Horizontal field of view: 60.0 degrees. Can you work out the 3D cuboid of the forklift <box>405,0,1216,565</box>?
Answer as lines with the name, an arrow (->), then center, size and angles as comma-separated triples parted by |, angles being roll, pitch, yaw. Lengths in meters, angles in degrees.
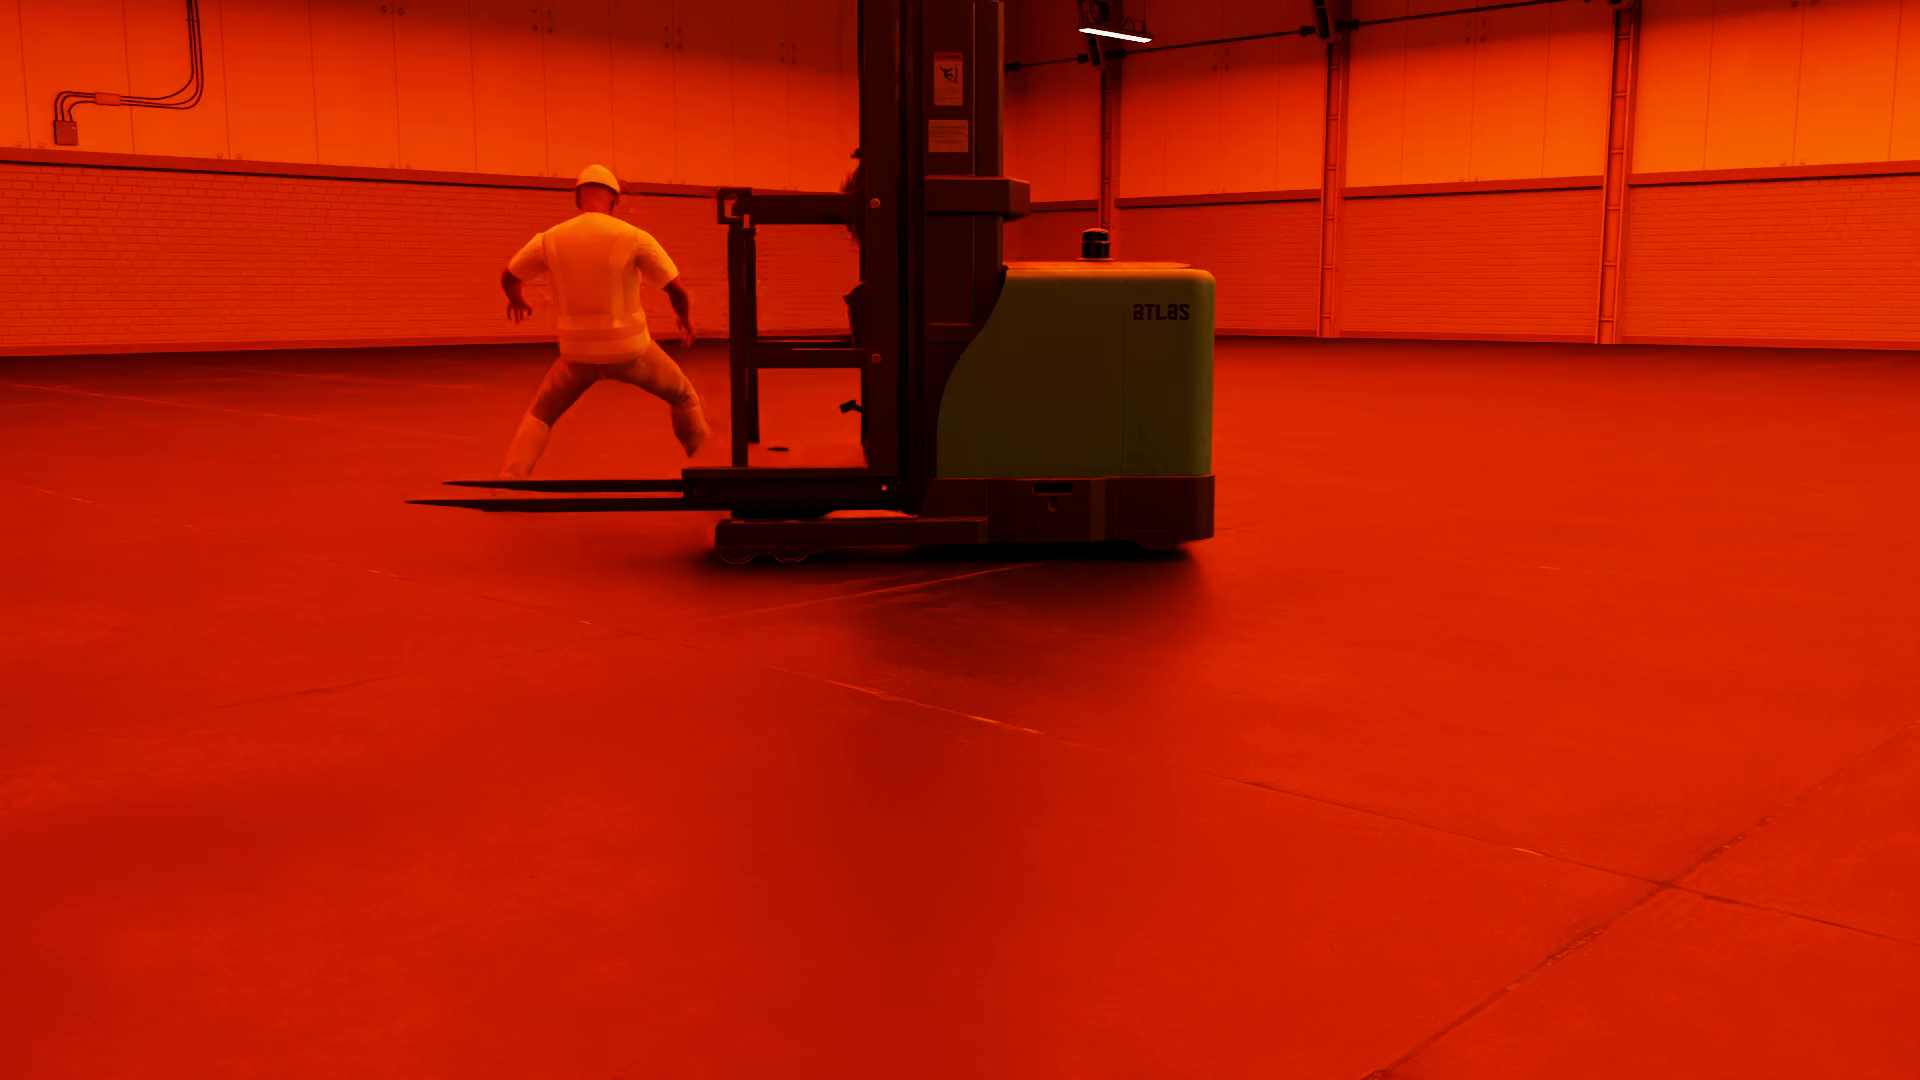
forklift -> -0.579, -1.439, 6.430 | 3.031, 2.935, 1.130 | -1, 9, -4

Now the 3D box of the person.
person -> -1.691, -0.957, 7.888 | 1.065, 1.606, 0.996 | 1, 9, 5
